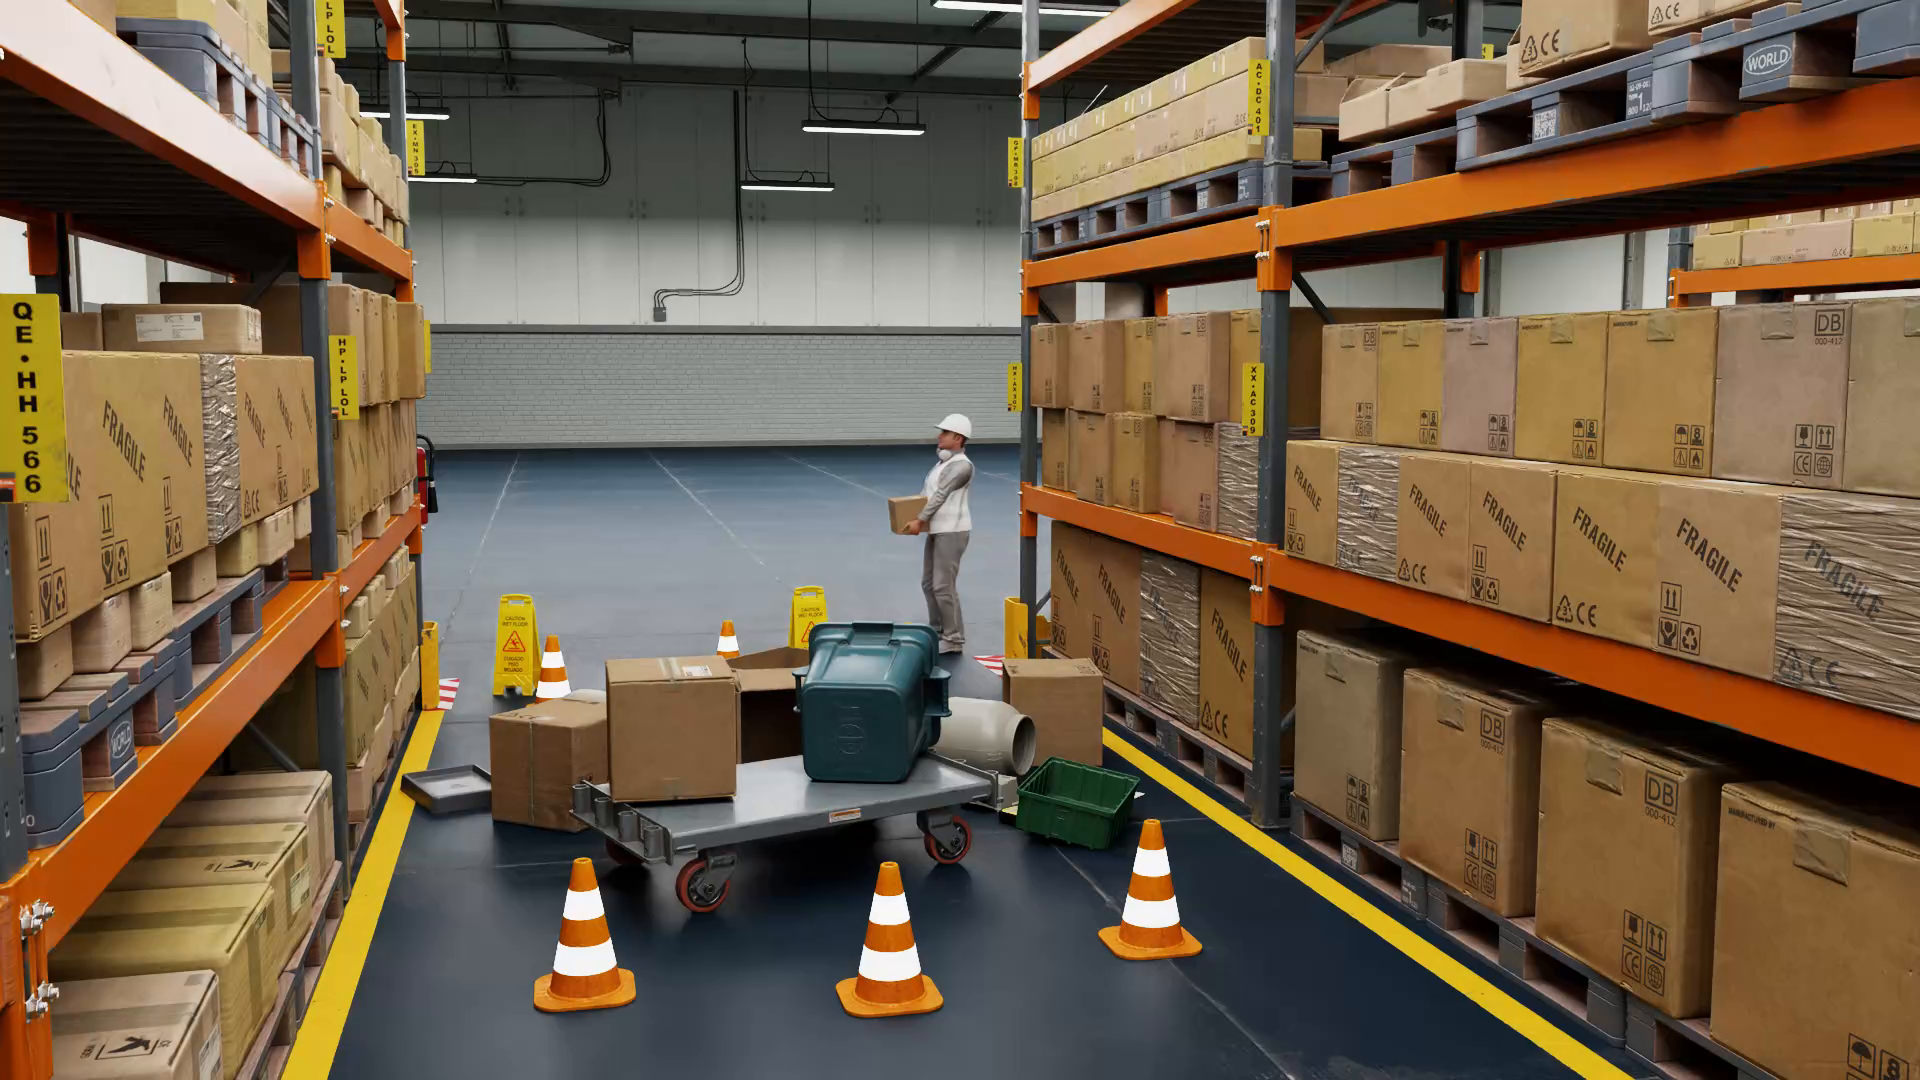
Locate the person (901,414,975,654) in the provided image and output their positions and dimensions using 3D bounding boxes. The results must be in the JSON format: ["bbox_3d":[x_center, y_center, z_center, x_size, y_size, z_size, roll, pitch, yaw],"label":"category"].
[{"bbox_3d":[-0.185,-0.050,12.332,0.556,1.762,0.494,-1,6,-14],"label":"person"}]
